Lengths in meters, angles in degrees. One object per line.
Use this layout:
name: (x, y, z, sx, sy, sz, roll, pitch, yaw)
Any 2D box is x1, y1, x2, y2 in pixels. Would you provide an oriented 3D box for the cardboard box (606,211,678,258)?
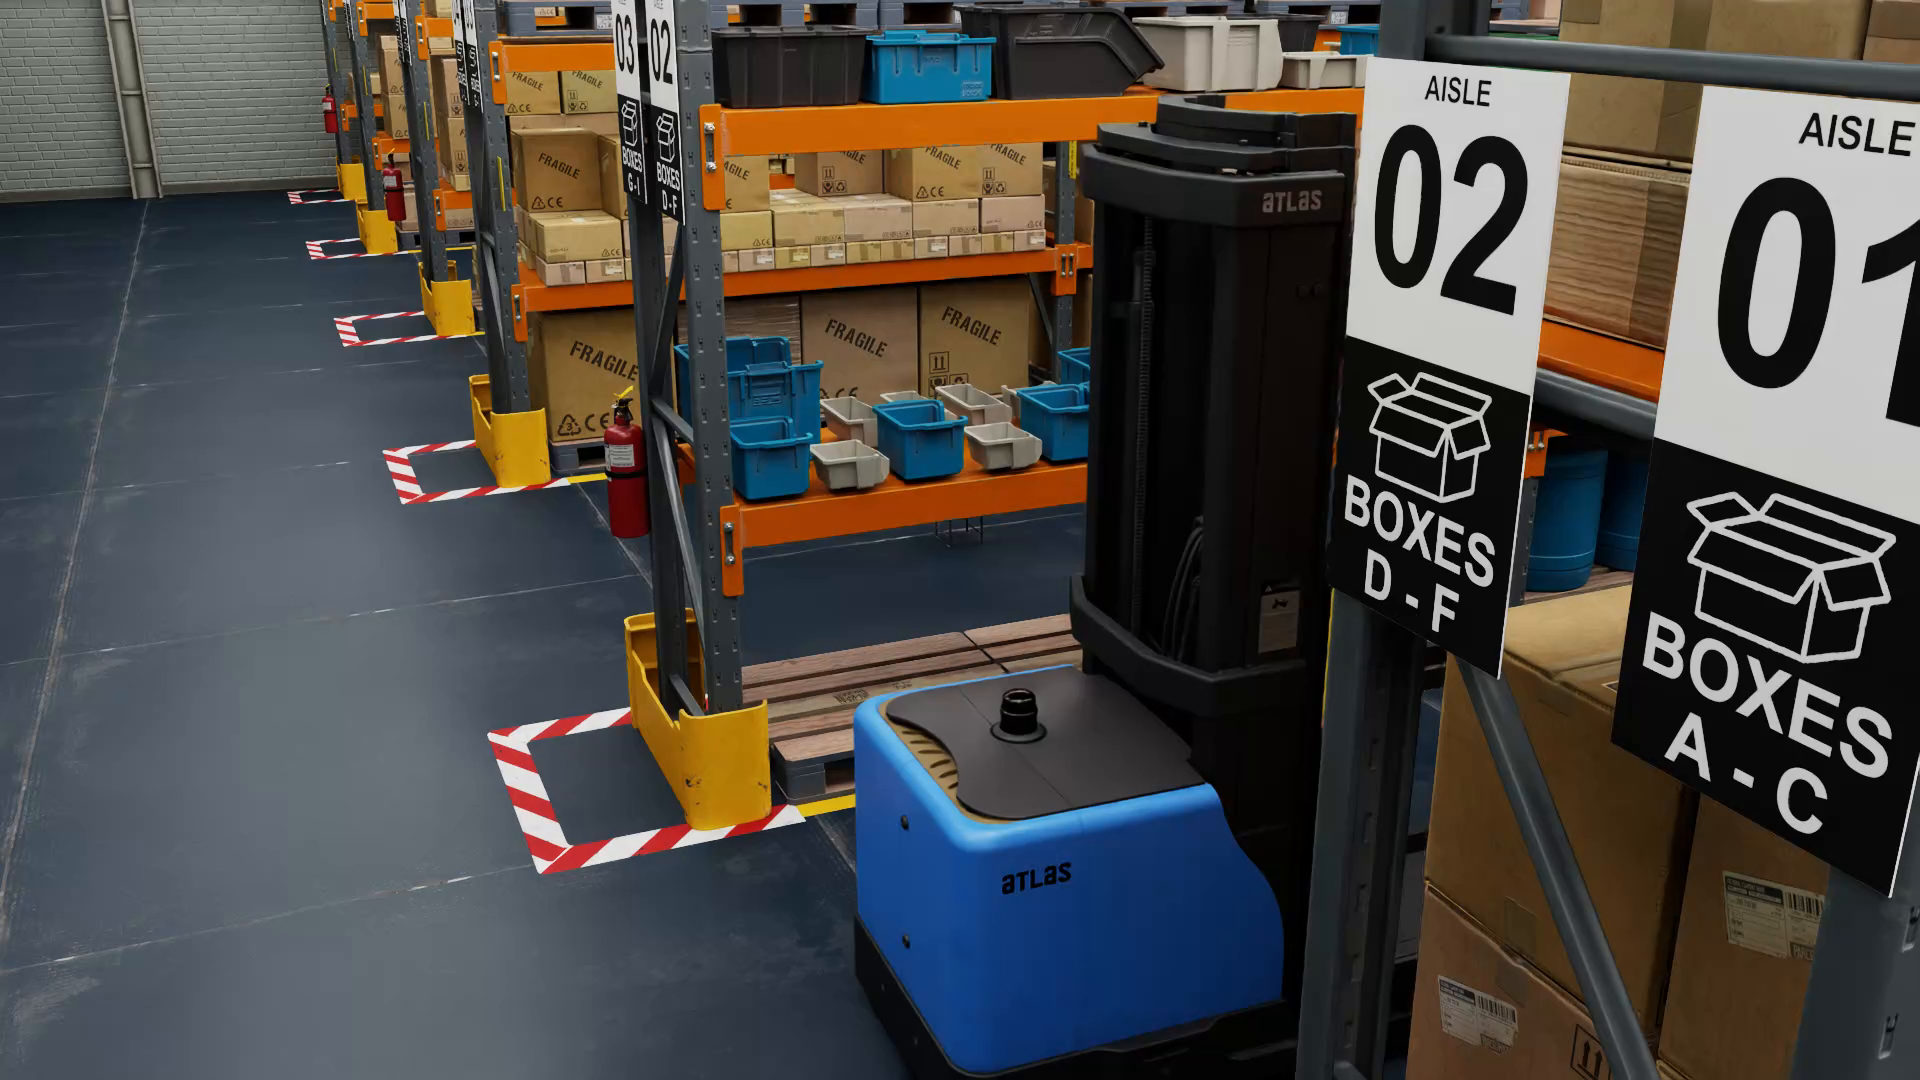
cardboard box: (-2.065, -2.075, 11.178, 0.500, 0.250, 0.500, -8, 21, -23)

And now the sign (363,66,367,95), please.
sign: (-6.799, -5.252, 19.000, 0.005, 0.325, 0.100, -8, 21, -22)

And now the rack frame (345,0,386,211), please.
rack frame: (-7.013, -4.977, 19.640, 0.127, 3.000, 1.000, -8, 21, -22)

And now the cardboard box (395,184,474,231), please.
cardboard box: (-6.447, -4.083, 20.329, 0.875, 0.438, 0.875, -9, 21, -24)

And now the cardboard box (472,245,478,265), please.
cardboard box: (-4.574, -2.761, 16.112, 0.250, 0.149, 0.380, -8, 21, -21)

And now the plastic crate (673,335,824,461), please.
plastic crate: (-0.892, -0.590, 7.038, 0.499, 0.435, 0.616, -8, 21, -22)

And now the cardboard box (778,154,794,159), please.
cardboard box: (-1.619, -4.044, 16.393, 0.500, 0.500, 0.500, -8, 21, -22)

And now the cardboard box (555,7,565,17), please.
cardboard box: (-3.493, -4.945, 15.260, 0.500, 0.250, 0.500, -9, 21, -24)

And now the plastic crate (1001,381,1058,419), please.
plastic crate: (0.334, -0.633, 7.610, 0.250, 0.136, 0.298, -8, 21, -22)

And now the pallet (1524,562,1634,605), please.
pallet: (3.272, 0.256, 8.977, 1.213, 0.211, 1.003, -8, 21, -22)

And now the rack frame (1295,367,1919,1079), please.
rack frame: (0.833, 1.067, 2.475, 0.127, 3.000, 1.000, -8, 21, -22)

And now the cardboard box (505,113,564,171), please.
cardboard box: (-3.957, -3.721, 15.475, 0.500, 0.500, 0.500, -8, 21, -22)

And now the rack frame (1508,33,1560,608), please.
rack frame: (2.547, -0.970, 8.261, 0.127, 3.000, 1.000, -8, 21, -22)

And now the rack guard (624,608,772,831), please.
rack guard: (-1.143, 0.742, 7.162, 0.348, 0.500, 1.175, -8, 21, -22)

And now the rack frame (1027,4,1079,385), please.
rack frame: (0.585, -2.481, 12.551, 0.127, 3.000, 1.000, -8, 21, -22)

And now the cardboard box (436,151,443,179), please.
cardboard box: (-7.583, -5.661, 24.715, 0.500, 0.500, 0.700, -7, 21, -20)

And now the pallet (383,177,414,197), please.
pallet: (-8.181, -5.289, 24.727, 1.213, 0.211, 1.003, -8, 21, -22)

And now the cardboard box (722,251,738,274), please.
cardboard box: (-1.688, -1.918, 11.331, 0.250, 0.149, 0.380, -9, 21, -23)

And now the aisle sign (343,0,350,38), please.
aisle sign: (-7.202, -6.288, 19.449, 0.004, 0.787, 0.394, -8, 21, -22)

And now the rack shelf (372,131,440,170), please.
rack shelf: (-5.177, -4.900, 20.506, 4.000, 0.370, 1.077, -8, 21, -22)

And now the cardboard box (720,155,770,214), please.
cardboard box: (-1.608, -2.494, 11.239, 0.500, 0.500, 0.500, -9, 21, -23)

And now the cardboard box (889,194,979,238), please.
cardboard box: (-0.191, -2.343, 11.939, 0.500, 0.250, 0.500, -7, 21, -20)

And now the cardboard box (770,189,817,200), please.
cardboard box: (-1.338, -2.372, 12.021, 0.500, 0.250, 0.500, -8, 21, -22)

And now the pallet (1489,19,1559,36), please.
pallet: (3.228, -2.429, 8.172, 1.003, 0.211, 1.213, -8, 21, -22)

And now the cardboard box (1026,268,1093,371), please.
cardboard box: (1.165, -1.767, 13.091, 0.875, 0.875, 1.225, -8, 21, -22)

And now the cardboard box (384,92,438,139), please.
cardboard box: (-6.459, -4.999, 19.554, 0.500, 0.500, 0.500, -8, 21, -22)

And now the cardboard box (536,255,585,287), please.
cardboard box: (-2.631, -1.782, 10.945, 0.250, 0.149, 0.380, -8, 21, -21)

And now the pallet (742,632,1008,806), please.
pallet: (-0.353, 0.774, 7.505, 1.213, 0.211, 1.003, -8, 21, -22)

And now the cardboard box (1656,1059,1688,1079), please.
cardboard box: (1.345, 1.042, 2.396, 0.500, 0.500, 0.500, -8, 21, -21)

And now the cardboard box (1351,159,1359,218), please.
cardboard box: (2.967, -2.781, 13.252, 0.500, 0.500, 0.500, -9, 21, -24)

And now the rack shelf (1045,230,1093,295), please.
rack shelf: (2.422, -2.405, 13.418, 4.000, 0.370, 1.077, -8, 21, -22)

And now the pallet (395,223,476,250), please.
pallet: (-6.310, -3.790, 20.469, 1.213, 0.211, 1.003, -8, 21, -22)

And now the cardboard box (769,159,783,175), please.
cardboard box: (-1.919, -3.695, 16.378, 0.250, 0.149, 0.380, -7, 21, -20)

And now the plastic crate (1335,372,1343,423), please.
plastic crate: (1.626, -0.640, 7.646, 0.590, 0.125, 0.437, -8, 21, -22)

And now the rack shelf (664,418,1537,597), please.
rack shelf: (0.711, -0.368, 7.634, 4.000, 0.370, 1.077, -8, 21, -22)

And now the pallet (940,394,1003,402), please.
pallet: (-0.144, -1.089, 12.798, 1.213, 0.211, 1.003, -8, 21, -22)

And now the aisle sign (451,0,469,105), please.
aisle sign: (-3.273, -3.263, 10.858, 0.004, 0.787, 0.394, -8, 21, -22)

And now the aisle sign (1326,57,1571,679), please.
aisle sign: (0.649, -0.244, 2.284, 0.004, 0.787, 0.394, -8, 21, -22)

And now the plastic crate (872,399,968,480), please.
plastic crate: (-0.164, -0.412, 6.838, 0.300, 0.233, 0.416, -8, 21, -22)

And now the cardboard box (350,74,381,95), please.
cardboard box: (-8.459, -6.537, 23.849, 0.500, 0.250, 0.500, -8, 21, -22)

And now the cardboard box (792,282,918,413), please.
cardboard box: (-0.879, -1.496, 12.321, 0.875, 0.875, 0.875, -8, 21, -22)

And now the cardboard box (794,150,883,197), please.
cardboard box: (-0.887, -2.787, 12.069, 0.500, 0.500, 0.500, -9, 21, -24)

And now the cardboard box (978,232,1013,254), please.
cardboard box: (0.198, -2.188, 12.099, 0.250, 0.149, 0.380, -8, 21, -21)

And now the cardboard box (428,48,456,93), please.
cardboard box: (-5.988, -5.542, 19.589, 0.500, 0.500, 0.500, -9, 21, -23)

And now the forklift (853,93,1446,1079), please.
forklift: (1.213, 0.103, 5.317, 3.031, 2.935, 1.130, -8, 21, -21)

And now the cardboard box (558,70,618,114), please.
cardboard box: (-3.495, -4.248, 15.465, 0.500, 0.500, 0.500, -9, 21, -23)

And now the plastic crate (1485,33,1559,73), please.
plastic crate: (2.278, -2.137, 7.378, 0.662, 0.188, 0.450, -8, 21, -22)

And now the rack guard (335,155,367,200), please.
rack guard: (-8.913, -5.321, 24.381, 0.348, 0.500, 1.175, -8, 21, -22)

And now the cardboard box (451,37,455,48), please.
cardboard box: (-5.846, -5.859, 19.513, 0.250, 0.149, 0.380, -9, 21, -24)

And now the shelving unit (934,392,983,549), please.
shelving unit: (-0.007, -0.423, 9.870, 0.210, 0.900, 0.258, -8, 21, -22)

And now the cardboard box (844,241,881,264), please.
cardboard box: (-0.745, -2.053, 11.715, 0.250, 0.149, 0.380, -9, 21, -23)

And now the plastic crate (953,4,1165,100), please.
plastic crate: (0.386, -1.947, 6.612, 0.767, 0.338, 0.504, -8, 21, -22)

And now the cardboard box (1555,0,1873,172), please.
cardboard box: (1.204, -0.658, 2.332, 0.500, 0.250, 0.500, -8, 21, -22)
